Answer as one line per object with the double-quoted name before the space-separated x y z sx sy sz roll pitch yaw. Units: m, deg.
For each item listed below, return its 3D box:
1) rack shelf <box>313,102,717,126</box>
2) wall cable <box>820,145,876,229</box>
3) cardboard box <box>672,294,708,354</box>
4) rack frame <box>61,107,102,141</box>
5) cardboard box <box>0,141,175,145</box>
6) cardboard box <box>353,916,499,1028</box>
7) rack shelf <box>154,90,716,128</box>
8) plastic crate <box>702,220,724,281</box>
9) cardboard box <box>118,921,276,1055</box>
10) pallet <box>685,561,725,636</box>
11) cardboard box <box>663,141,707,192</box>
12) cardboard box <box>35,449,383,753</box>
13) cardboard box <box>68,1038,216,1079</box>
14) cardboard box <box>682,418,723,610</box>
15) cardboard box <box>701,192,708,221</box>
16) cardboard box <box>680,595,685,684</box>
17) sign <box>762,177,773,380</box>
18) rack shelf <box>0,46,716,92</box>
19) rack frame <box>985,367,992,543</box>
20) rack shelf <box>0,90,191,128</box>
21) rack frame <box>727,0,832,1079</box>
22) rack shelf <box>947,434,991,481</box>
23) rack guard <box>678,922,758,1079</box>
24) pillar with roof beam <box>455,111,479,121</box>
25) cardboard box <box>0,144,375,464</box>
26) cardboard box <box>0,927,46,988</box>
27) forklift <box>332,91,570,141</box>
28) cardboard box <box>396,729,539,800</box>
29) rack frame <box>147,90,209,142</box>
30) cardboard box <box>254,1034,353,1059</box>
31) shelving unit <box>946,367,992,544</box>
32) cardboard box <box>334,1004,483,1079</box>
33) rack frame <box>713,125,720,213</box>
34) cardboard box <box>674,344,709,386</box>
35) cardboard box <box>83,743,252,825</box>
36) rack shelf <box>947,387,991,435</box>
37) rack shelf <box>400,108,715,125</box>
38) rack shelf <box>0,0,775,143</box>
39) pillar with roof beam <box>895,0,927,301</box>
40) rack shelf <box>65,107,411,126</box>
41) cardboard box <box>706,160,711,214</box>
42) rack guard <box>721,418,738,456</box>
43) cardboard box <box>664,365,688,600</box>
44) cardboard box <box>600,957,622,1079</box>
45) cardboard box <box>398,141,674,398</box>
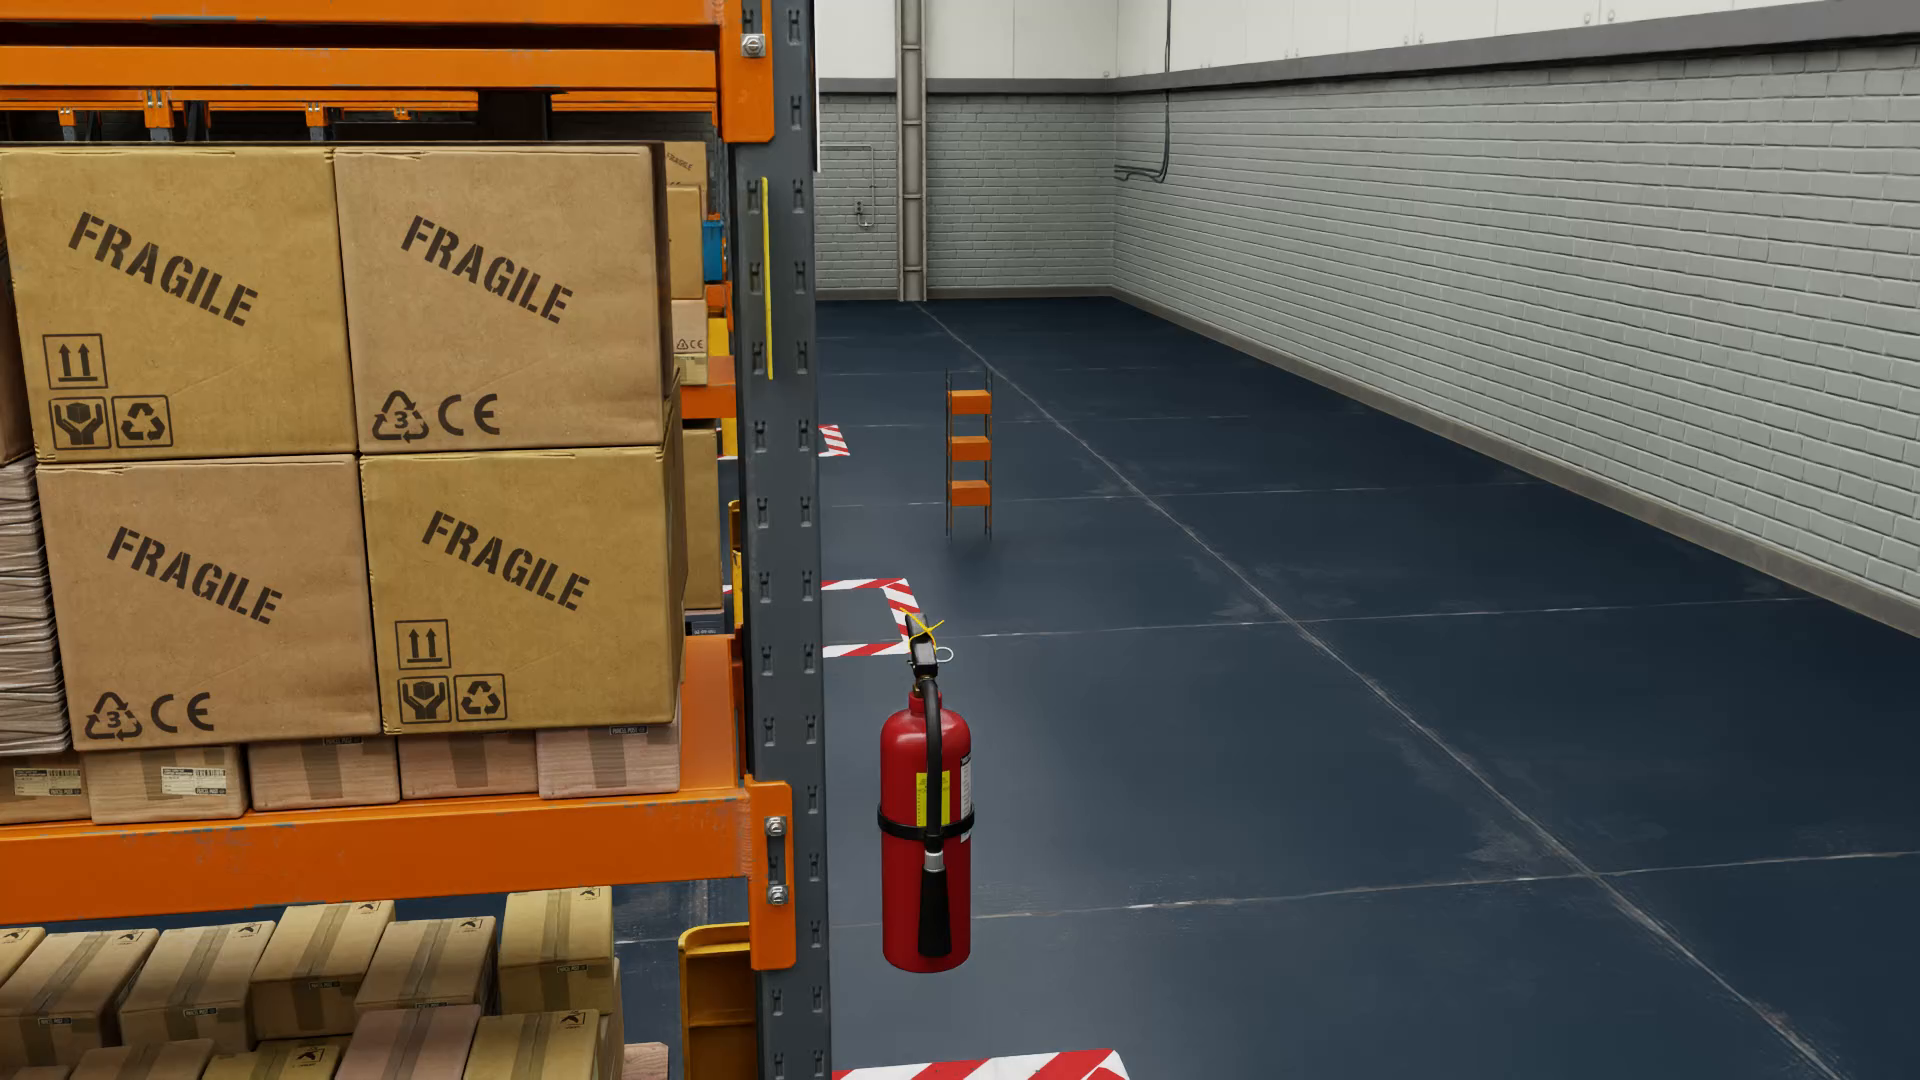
"rack shelf" -4.471 -4.465 17.173 4.000 0.370 1.077 -2 14 -8
"wall cable" -2.109 -5.390 23.459 1.851 1.984 0.084 -2 14 -8
"cardboard box" -1.460 -1.039 7.895 0.500 0.250 0.500 -2 14 -9
"rack frame" -11.145 -4.333 21.334 0.127 3.000 1.000 -2 14 -8
"cardboard box" -1.881 -0.544 3.353 0.500 0.500 0.500 -2 14 -10
"cardboard box" -1.205 1.015 3.784 0.250 0.149 0.380 -2 14 -7
"rack shelf" -3.736 -3.274 12.422 4.000 0.370 1.077 -2 14 -8
"plastic crate" -2.062 -2.229 12.749 0.499 0.435 0.616 -2 14 -8
"cardboard box" -1.706 1.022 3.755 0.250 0.149 0.380 -3 14 -11
"pallet" -1.800 0.352 8.386 1.213 0.211 1.003 -2 14 -8
"cardboard box" -2.892 -3.883 17.278 0.500 0.500 0.500 -2 14 -9
"cardboard box" -1.298 0.051 3.036 0.500 0.500 0.500 -2 14 -9
"cardboard box" -1.627 1.148 3.252 0.250 0.149 0.380 -3 14 -11
"cardboard box" -1.642 -0.179 8.276 0.875 0.875 0.875 -2 14 -8
"cardboard box" -2.895 -3.399 17.402 0.500 0.500 0.500 -2 14 -7
"cardboard box" -0.751 0.203 3.764 0.250 0.149 0.380 -2 14 -9
"sign" -0.319 -0.433 2.751 0.005 0.325 0.100 -2 14 -8
"rack shelf" -2.998 -2.082 7.671 4.000 0.370 1.077 -2 14 -8
"rack frame" 0.174 -0.516 10.119 0.008 1.050 0.200 -2 14 -8
"rack shelf" -7.692 -3.129 11.844 4.000 0.370 1.077 -2 14 -8
"rack frame" -0.382 0.147 3.469 0.053 2.616 0.949 -2 14 -8
"rack shelf" 0.053 -0.501 10.104 0.240 0.259 0.215 -2 14 -8
"rack guard" -0.457 1.363 3.759 0.348 0.500 1.175 -2 14 -8
"pillar with roof beam" -5.985 -6.586 17.984 0.400 9.000 9.100 -2 14 -8
"cardboard box" -1.298 -0.435 2.918 0.500 0.500 0.500 -3 14 -10
"cardboard box" -2.249 1.028 3.730 0.250 0.149 0.380 -2 14 -7
"forklift" -3.185 -1.507 10.206 3.031 2.935 1.130 -3 14 -10
"cardboard box" -0.914 0.350 3.178 0.250 0.149 0.380 -2 14 -8
"rack frame" -5.714 -2.095 12.410 0.127 3.000 1.000 -2 14 -8
"cardboard box" -1.446 1.167 3.790 0.250 0.149 0.380 -2 14 -8
"shelving unit" 0.053 -0.511 10.102 0.252 1.050 0.215 -2 14 -8
"cardboard box" -1.125 1.114 3.388 0.250 0.149 0.380 -2 14 -7
"rack frame" -3.235 -4.623 22.490 0.127 3.000 1.000 -2 14 -8
"cardboard box" -1.324 -0.835 7.901 0.250 0.149 0.380 -2 14 -7
"cardboard box" -1.408 0.377 3.068 0.250 0.149 0.380 -2 14 -7
"rack shelf" 0.053 -0.776 10.035 0.240 0.259 0.215 -2 14 -8
"rack shelf" -5.212 -5.657 21.924 4.000 0.370 1.077 -2 14 -8
"rack shelf" -2.359 -0.886 2.899 4.000 0.370 1.077 -2 14 -8
"pillar with roof beam" -0.052 -6.803 18.851 0.400 9.000 9.100 -2 14 -8
"rack shelf" -9.168 -5.512 21.346 4.000 0.370 1.077 -2 14 -8
"cardboard box" -3.737 -4.748 22.370 0.700 0.700 0.980 -1 14 -6
"rack guard" -1.737 -1.032 13.308 0.348 0.500 1.175 -2 14 -8
"cardboard box" -0.867 -0.095 3.617 0.500 0.500 0.500 -1 14 -6
"cardboard box" -0.938 1.140 3.896 0.250 0.149 0.380 -1 14 -6
"cardboard box" -0.865 -0.577 3.485 0.500 0.500 0.500 -2 14 -9
